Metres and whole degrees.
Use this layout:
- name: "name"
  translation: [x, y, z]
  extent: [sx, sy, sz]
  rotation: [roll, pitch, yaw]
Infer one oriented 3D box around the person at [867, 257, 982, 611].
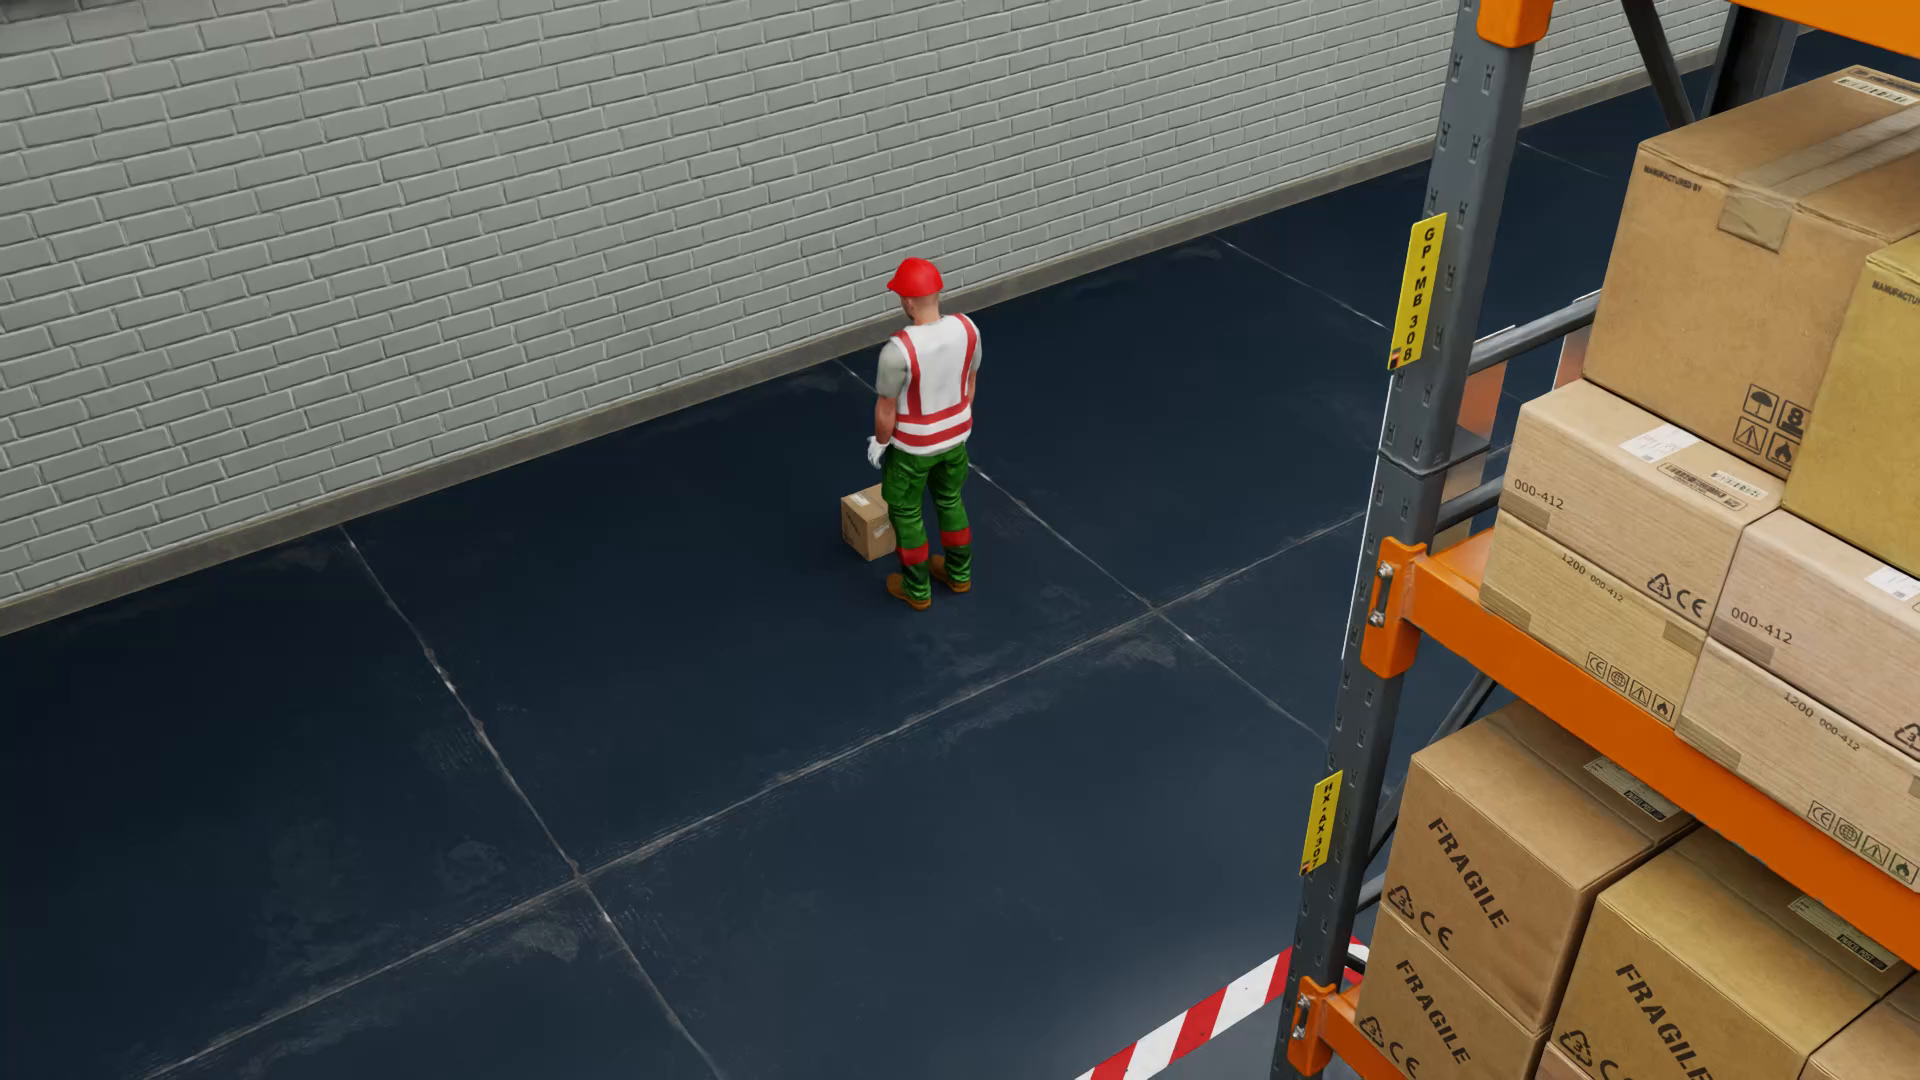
- name: "person"
  translation: [-0.166, -0.473, 7.646]
  extent: [0.529, 1.778, 0.364]
  rotation: [-22, 41, -27]
